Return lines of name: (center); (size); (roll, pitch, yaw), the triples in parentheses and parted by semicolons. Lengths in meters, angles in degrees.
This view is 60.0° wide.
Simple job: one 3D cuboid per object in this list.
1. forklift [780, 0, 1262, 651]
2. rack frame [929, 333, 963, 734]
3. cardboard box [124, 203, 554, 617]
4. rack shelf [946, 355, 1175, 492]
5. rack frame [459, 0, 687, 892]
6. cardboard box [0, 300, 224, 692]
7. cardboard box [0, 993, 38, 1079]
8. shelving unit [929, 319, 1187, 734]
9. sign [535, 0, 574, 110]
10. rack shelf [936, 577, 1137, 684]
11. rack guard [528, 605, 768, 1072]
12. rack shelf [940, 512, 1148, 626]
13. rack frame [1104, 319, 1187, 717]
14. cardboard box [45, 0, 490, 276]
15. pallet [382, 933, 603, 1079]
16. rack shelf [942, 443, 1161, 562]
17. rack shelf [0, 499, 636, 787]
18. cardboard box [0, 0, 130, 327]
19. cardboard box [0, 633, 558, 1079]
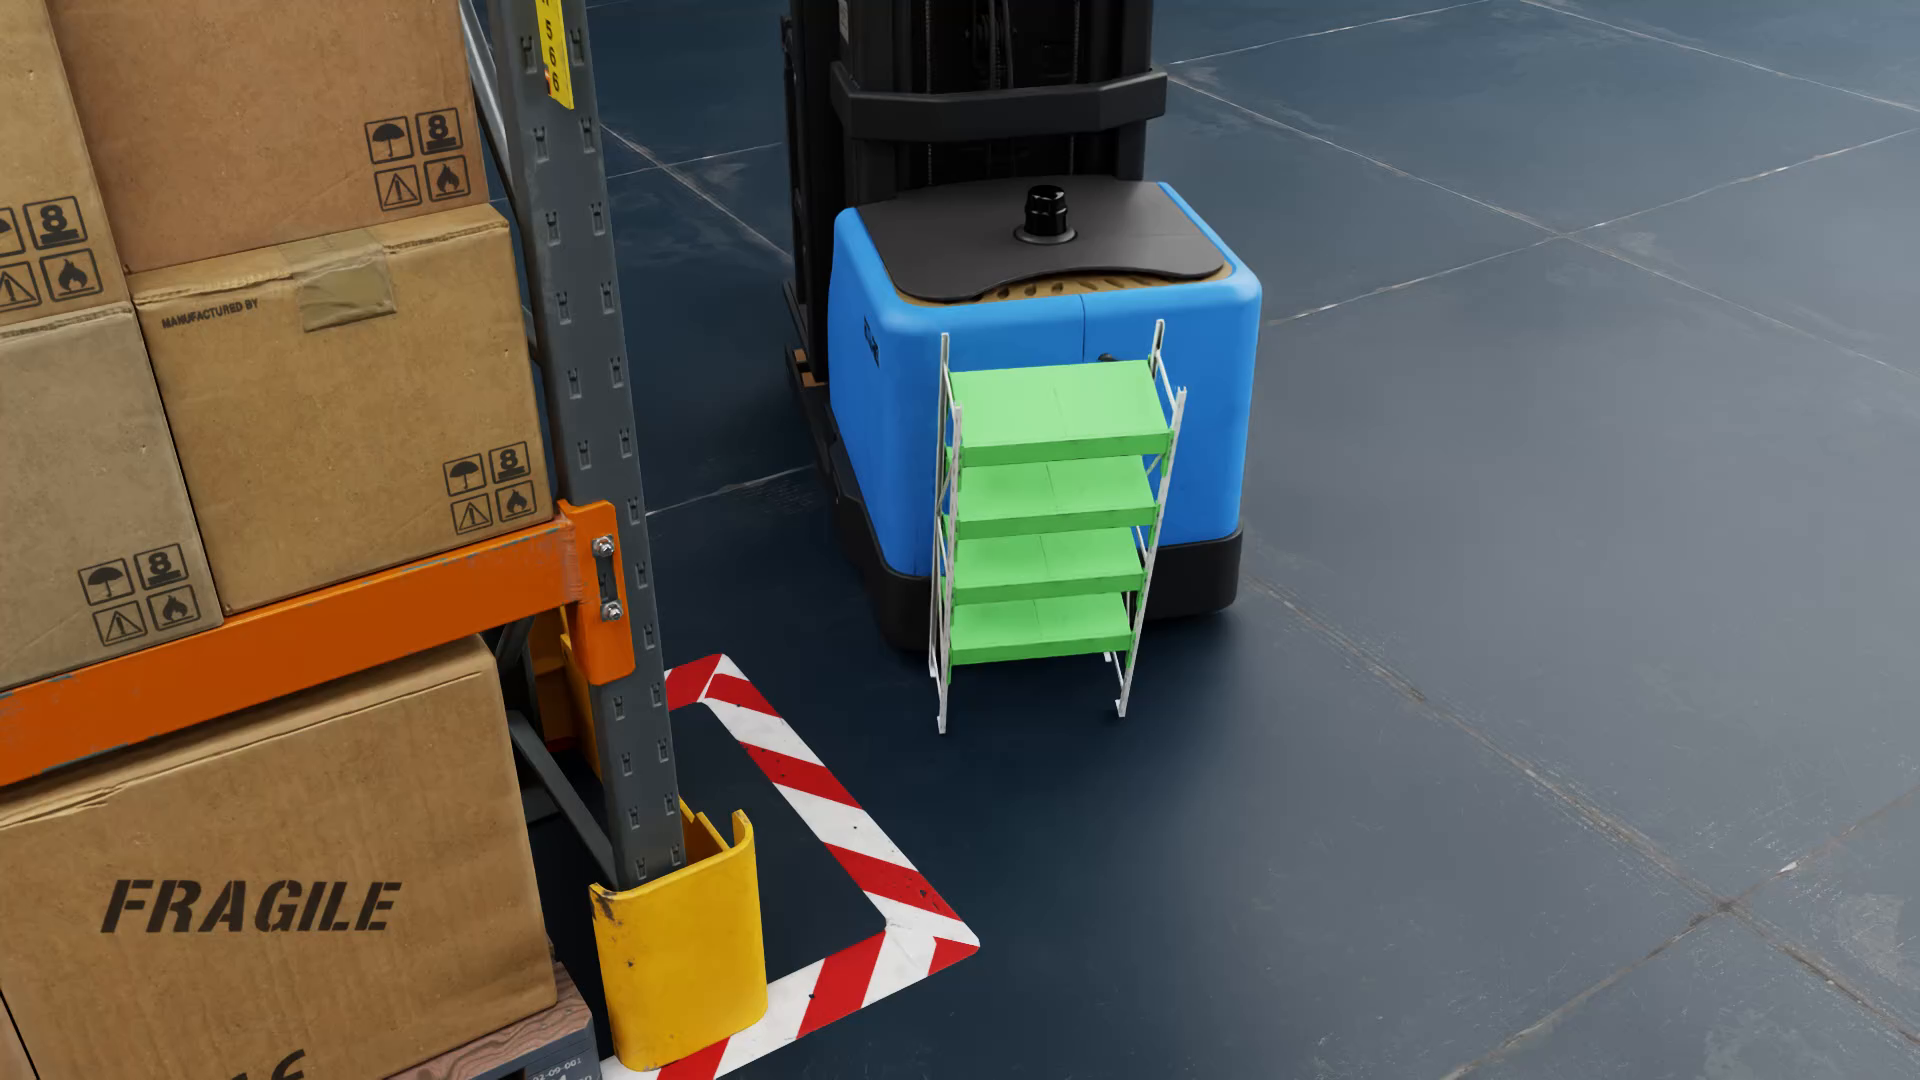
forklift: (-0.020, -1.709, 5.212); (1.130, 2.935, 3.031); (-7, 33, -11)
rack frame: (-0.040, 0.028, 4.052); (0.015, 1.200, 0.240); (-4, 49, -7)
cardboard box: (-1.163, -0.381, 2.902); (0.550, 0.550, 0.875); (-19, 37, -27)
rack shelf: (0.217, -0.266, 3.769); (0.480, 0.148, 0.258); (-4, 49, -7)
rack frame: (-0.876, -0.446, 3.145); (0.127, 3.000, 1.000); (-19, 37, -27)
cardboard box: (-1.614, -0.213, 2.635); (0.550, 0.550, 0.875); (-19, 37, -27)
cardboard box: (-2.148, 0.756, 2.837); (0.875, 0.875, 0.875); (-20, 37, -28)
shelving unit: (0.201, 0.009, 4.081); (0.503, 1.200, 0.258); (-4, 49, -7)
sign: (-0.593, -0.788, 2.381); (0.005, 0.325, 0.100); (-19, 37, -27)
rack shelf: (0.190, 0.210, 4.308); (0.480, 0.148, 0.258); (-4, 49, -7)
rack guard: (-0.856, 0.605, 3.823); (0.348, 0.500, 1.175); (-19, 37, -27)
rack shelf: (0.199, 0.052, 4.129); (0.480, 0.148, 0.258); (-4, 49, -7)
rack frame: (0.443, -0.010, 4.110); (0.015, 1.200, 0.240); (-4, 49, -7)
cardboard box: (-1.209, -0.876, 2.674); (0.550, 0.550, 0.875); (-19, 37, -27)
pallet: (-1.505, 1.000, 3.467); (1.213, 0.211, 1.003); (-19, 37, -27)
rack shelf: (0.208, -0.107, 3.949); (0.480, 0.148, 0.258); (-4, 49, -7)
rack shelf: (-2.557, 0.437, 2.420); (4.000, 0.370, 1.077); (-19, 37, -27)
cardboard box: (-1.621, -0.675, 2.357); (0.550, 0.550, 0.875); (-19, 37, -27)
cardboard box: (-1.410, 0.501, 3.242); (0.875, 0.875, 0.875); (-19, 37, -27)
